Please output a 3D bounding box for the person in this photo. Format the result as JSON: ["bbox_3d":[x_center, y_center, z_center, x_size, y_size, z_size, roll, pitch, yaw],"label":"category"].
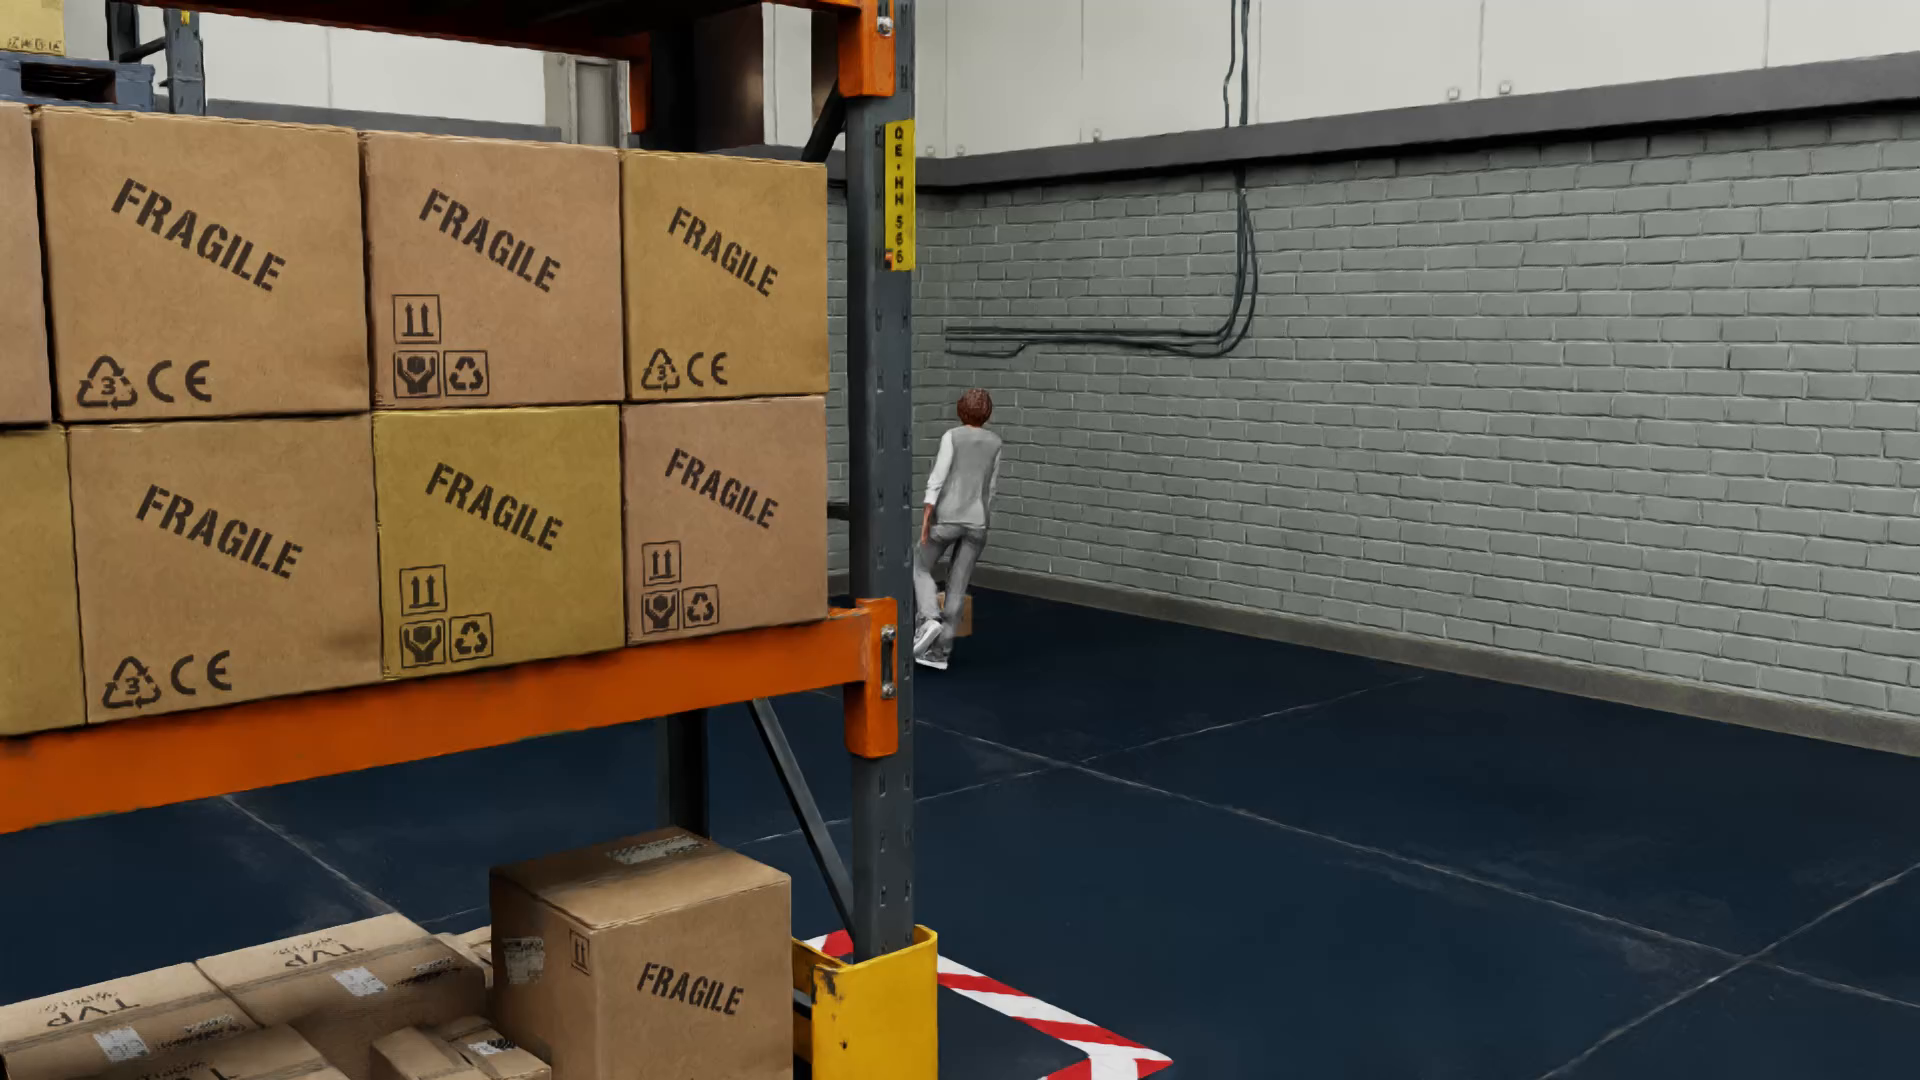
[{"bbox_3d":[-0.052,-0.040,9.304,0.612,1.509,0.449,-3,8,-22],"label":"person"}]
